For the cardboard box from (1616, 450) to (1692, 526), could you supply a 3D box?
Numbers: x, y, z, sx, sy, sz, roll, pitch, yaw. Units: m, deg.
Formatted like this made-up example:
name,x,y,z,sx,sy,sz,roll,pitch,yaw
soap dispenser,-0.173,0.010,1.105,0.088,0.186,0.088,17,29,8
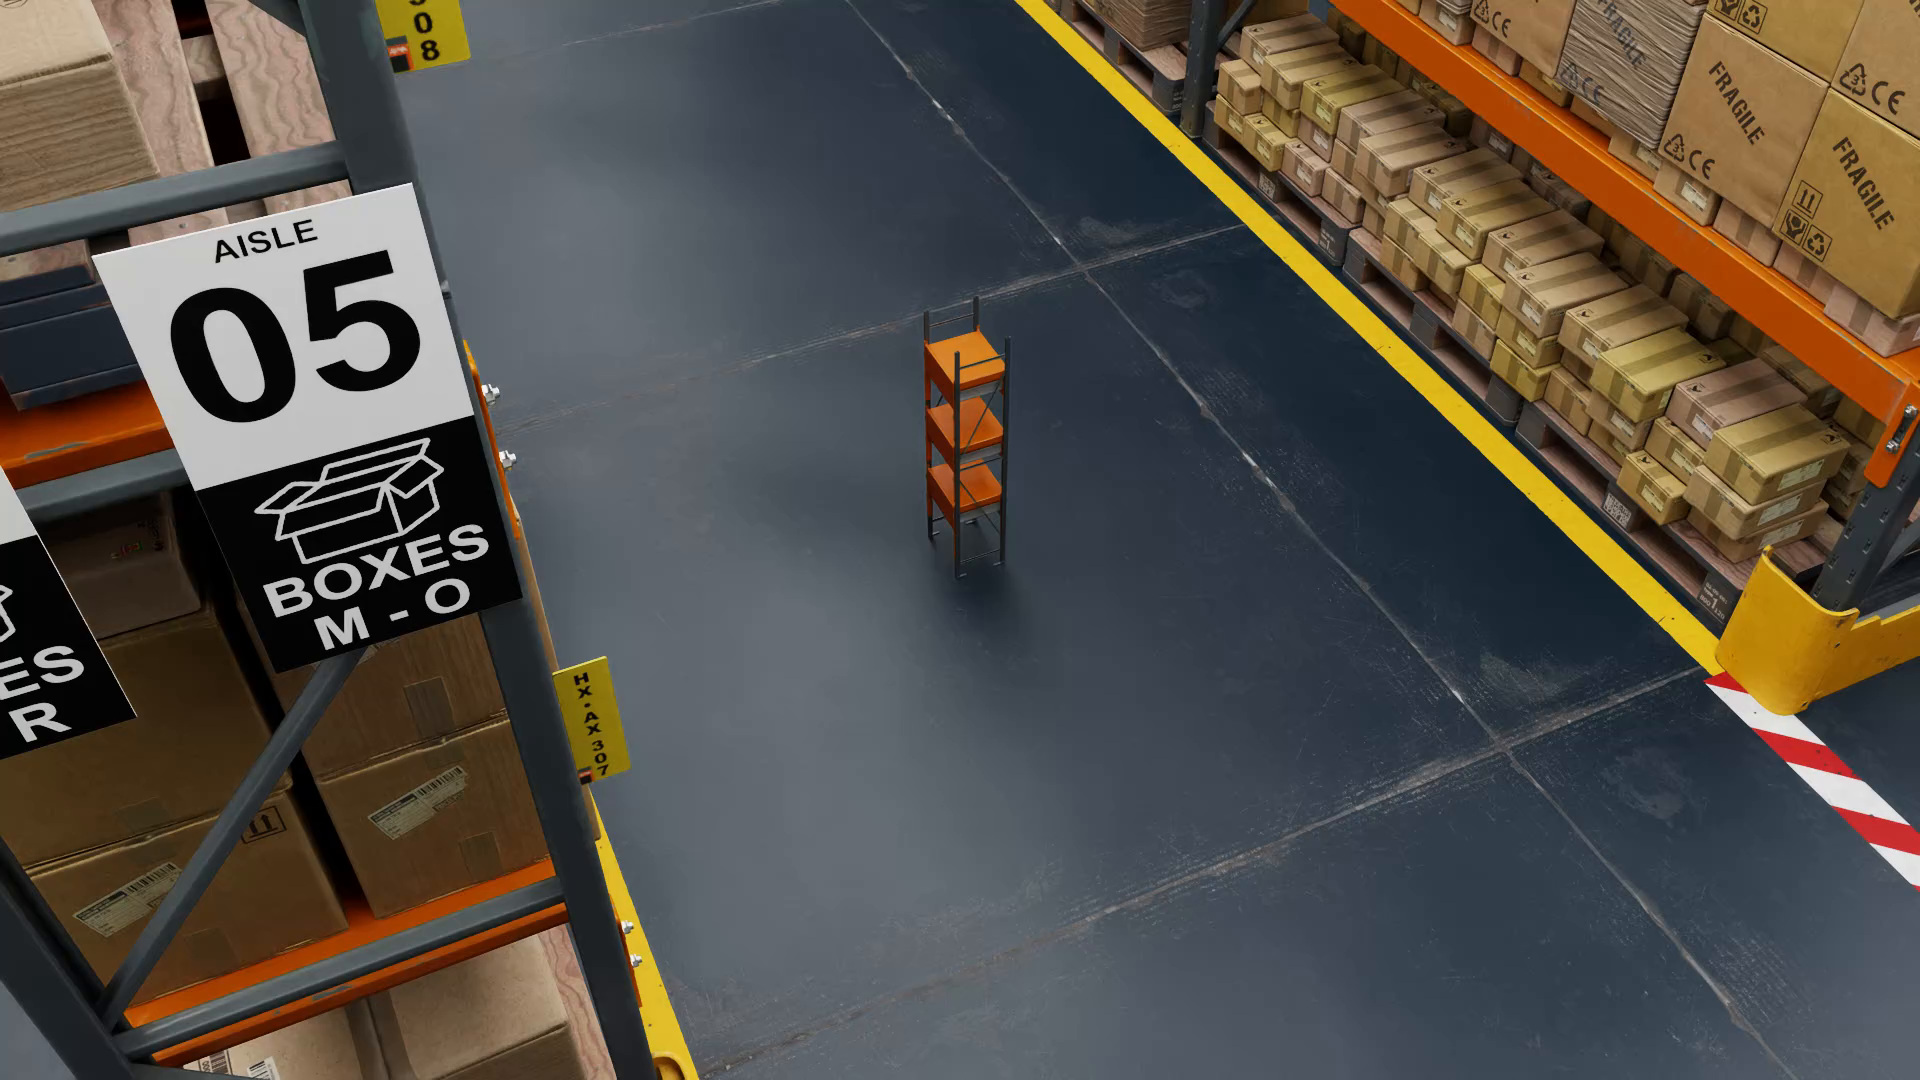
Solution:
name,x,y,z,sx,sy,sz,roll,pitch,yaw
cardboard box,2.649,-0.232,6.080,0.380,0.149,0.250,-17,47,-16

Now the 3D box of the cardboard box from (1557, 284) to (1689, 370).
name,x,y,z,sx,sy,sz,roll,pitch,yaw
cardboard box,2.478,-0.787,6.219,0.380,0.149,0.250,-20,48,-19

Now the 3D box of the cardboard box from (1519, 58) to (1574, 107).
name,x,y,z,sx,sy,sz,roll,pitch,yaw
cardboard box,2.278,-1.735,6.052,0.380,0.149,0.250,-17,47,-17

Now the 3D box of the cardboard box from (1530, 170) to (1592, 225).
name,x,y,z,sx,sy,sz,roll,pitch,yaw
cardboard box,2.584,-1.435,6.876,0.380,0.149,0.250,-18,47,-17

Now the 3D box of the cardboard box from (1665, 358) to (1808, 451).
name,x,y,z,sx,sy,sz,roll,pitch,yaw
cardboard box,2.754,-0.475,5.903,0.380,0.149,0.250,-17,47,-17

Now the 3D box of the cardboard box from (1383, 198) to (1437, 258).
name,x,y,z,sx,sy,sz,roll,pitch,yaw
cardboard box,2.017,-1.339,6.991,0.380,0.149,0.250,-18,48,-18

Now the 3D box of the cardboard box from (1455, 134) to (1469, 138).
name,x,y,z,sx,sy,sz,roll,pitch,yaw
cardboard box,2.269,-1.849,7.507,0.380,0.149,0.250,-18,47,-17

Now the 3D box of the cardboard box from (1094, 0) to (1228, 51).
name,x,y,z,sx,sy,sz,roll,pitch,yaw
cardboard box,1.038,-2.895,8.529,0.500,0.500,0.500,-19,48,-18

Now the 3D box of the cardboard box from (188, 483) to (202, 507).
name,x,y,z,sx,sy,sz,roll,pitch,yaw
cardboard box,-1.262,-0.239,3.112,0.380,0.149,0.250,-17,47,-16

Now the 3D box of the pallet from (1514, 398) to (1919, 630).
name,x,y,z,sx,sy,sz,roll,pitch,yaw
pallet,2.918,-0.273,6.377,1.003,0.211,1.213,-18,47,-17

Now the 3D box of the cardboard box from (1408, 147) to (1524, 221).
name,x,y,z,sx,sy,sz,roll,pitch,yaw
cardboard box,2.100,-1.469,6.911,0.380,0.149,0.250,-20,48,-19

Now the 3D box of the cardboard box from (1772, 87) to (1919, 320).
name,x,y,z,sx,sy,sz,roll,pitch,yaw
cardboard box,2.837,-1.041,4.886,0.500,0.500,0.500,-17,47,-17

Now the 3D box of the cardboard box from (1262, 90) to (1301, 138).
name,x,y,z,sx,sy,sz,roll,pitch,yaw
cardboard box,1.628,-2.019,7.679,0.380,0.149,0.250,-18,47,-17

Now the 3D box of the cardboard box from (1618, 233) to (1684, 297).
name,x,y,z,sx,sy,sz,roll,pitch,yaw
cardboard box,2.845,-1.122,6.558,0.380,0.149,0.250,-16,47,-16

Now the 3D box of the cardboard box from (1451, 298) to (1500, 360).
name,x,y,z,sx,sy,sz,roll,pitch,yaw
cardboard box,2.240,-0.903,6.760,0.380,0.149,0.250,-17,47,-17

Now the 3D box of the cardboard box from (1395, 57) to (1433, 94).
name,x,y,z,sx,sy,sz,roll,pitch,yaw
cardboard box,2.218,-2.127,7.577,0.380,0.149,0.250,-18,48,-18

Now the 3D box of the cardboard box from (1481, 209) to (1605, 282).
name,x,y,z,sx,sy,sz,roll,pitch,yaw
cardboard box,2.304,-1.142,6.579,0.380,0.149,0.250,-20,48,-19

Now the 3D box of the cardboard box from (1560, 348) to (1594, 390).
name,x,y,z,sx,sy,sz,roll,pitch,yaw
cardboard box,2.539,-0.714,6.357,0.380,0.149,0.250,-19,48,-18

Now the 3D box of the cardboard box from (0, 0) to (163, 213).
name,x,y,z,sx,sy,sz,roll,pitch,yaw
cardboard box,-1.460,-0.623,2.346,0.500,0.250,0.500,-22,49,-21

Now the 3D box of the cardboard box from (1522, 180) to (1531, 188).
name,x,y,z,sx,sy,sz,roll,pitch,yaw
cardboard box,2.488,-1.516,7.169,0.380,0.149,0.250,-20,48,-19

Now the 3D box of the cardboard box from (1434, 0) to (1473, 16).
name,x,y,z,sx,sy,sz,roll,pitch,yaw
cardboard box,1.951,-2.345,6.208,0.500,0.500,0.500,-19,48,-18

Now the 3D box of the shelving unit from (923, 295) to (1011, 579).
name,x,y,z,sx,sy,sz,roll,pitch,yaw
shelving unit,0.022,-0.340,5.847,0.215,1.050,0.252,-18,47,-17

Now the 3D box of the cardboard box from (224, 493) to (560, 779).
name,x,y,z,sx,sy,sz,roll,pitch,yaw
cardboard box,-1.132,0.055,3.275,0.500,0.500,0.500,-19,48,-18

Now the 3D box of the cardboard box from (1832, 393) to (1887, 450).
name,x,y,z,sx,sy,sz,roll,pitch,yaw
cardboard box,3.348,-0.470,5.898,0.380,0.149,0.250,-20,48,-19

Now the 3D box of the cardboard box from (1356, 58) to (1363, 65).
name,x,y,z,sx,sy,sz,roll,pitch,yaw
cardboard box,1.999,-2.372,8.037,0.380,0.149,0.250,-17,47,-17

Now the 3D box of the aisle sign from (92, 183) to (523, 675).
name,x,y,z,sx,sy,sz,roll,pitch,yaw
aisle sign,-0.896,-0.128,2.393,0.394,0.787,0.004,-18,47,-17

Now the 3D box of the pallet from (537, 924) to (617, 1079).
name,x,y,z,sx,sy,sz,roll,pitch,yaw
pallet,-1.596,1.343,4.739,1.003,0.211,1.213,-18,47,-17

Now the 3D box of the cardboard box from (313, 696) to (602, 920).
name,x,y,z,sx,sy,sz,roll,pitch,yaw
cardboard box,-1.130,0.411,3.627,0.500,0.500,0.500,-18,48,-18

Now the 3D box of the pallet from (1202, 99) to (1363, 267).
name,x,y,z,sx,sy,sz,roll,pitch,yaw
pallet,1.892,-1.828,7.952,1.003,0.211,1.213,-18,47,-17

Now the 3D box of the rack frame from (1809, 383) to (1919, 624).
name,x,y,z,sx,sy,sz,roll,pitch,yaw
rack frame,3.260,-0.689,4.813,1.000,3.000,0.127,-18,47,-17

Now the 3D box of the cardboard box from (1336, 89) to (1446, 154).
name,x,y,z,sx,sy,sz,roll,pitch,yaw
cardboard box,1.878,-1.805,7.251,0.380,0.149,0.250,-19,48,-18

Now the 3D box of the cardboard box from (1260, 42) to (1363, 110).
name,x,y,z,sx,sy,sz,roll,pitch,yaw
cardboard box,1.597,-2.111,7.561,0.380,0.149,0.250,-16,47,-15

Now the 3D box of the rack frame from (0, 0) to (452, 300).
name,x,y,z,sx,sy,sz,roll,pitch,yaw
rack frame,-1.189,-1.298,1.159,1.000,3.000,0.127,-18,47,-17

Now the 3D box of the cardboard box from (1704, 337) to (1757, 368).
name,x,y,z,sx,sy,sz,roll,pitch,yaw
cardboard box,3.025,-0.661,6.303,0.380,0.149,0.250,-17,47,-17

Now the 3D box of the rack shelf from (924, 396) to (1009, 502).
name,x,y,z,sx,sy,sz,roll,pitch,yaw
rack shelf,0.022,-0.332,5.854,0.215,0.259,0.240,-18,47,-17

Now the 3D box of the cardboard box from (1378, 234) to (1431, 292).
name,x,y,z,sx,sy,sz,roll,pitch,yaw
cardboard box,2.022,-1.231,7.093,0.380,0.149,0.250,-19,48,-18

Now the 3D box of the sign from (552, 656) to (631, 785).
name,x,y,z,sx,sy,sz,roll,pitch,yaw
sign,-0.683,0.341,3.096,0.100,0.325,0.005,-18,47,-17

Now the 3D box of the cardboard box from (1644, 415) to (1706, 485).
name,x,y,z,sx,sy,sz,roll,pitch,yaw
cardboard box,2.718,-0.364,6.003,0.380,0.149,0.250,-19,48,-18

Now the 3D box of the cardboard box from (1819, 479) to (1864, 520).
name,x,y,z,sx,sy,sz,roll,pitch,yaw
cardboard box,3.330,-0.252,6.101,0.380,0.149,0.250,-17,47,-17

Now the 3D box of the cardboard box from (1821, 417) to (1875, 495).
name,x,y,z,sx,sy,sz,roll,pitch,yaw
cardboard box,3.272,-0.340,5.977,0.380,0.149,0.250,-16,47,-16

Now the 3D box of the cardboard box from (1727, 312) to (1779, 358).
name,x,y,z,sx,sy,sz,roll,pitch,yaw
cardboard box,3.133,-0.808,6.241,0.380,0.149,0.250,-18,47,-18

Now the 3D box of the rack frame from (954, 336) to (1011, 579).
name,x,y,z,sx,sy,sz,roll,pitch,yaw
rack frame,0.074,-0.262,5.768,0.200,1.050,0.008,-18,47,-17

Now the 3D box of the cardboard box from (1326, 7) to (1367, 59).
name,x,y,z,sx,sy,sz,roll,pitch,yaw
cardboard box,1.964,-2.435,7.889,0.380,0.149,0.250,-17,47,-16

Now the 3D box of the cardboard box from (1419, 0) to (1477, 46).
name,x,y,z,sx,sy,sz,roll,pitch,yaw
cardboard box,1.998,-2.047,6.368,0.380,0.149,0.250,-16,47,-16

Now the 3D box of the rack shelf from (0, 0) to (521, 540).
name,x,y,z,sx,sy,sz,roll,pitch,yaw
rack shelf,-2.030,-1.249,3.757,1.077,0.370,4.000,-18,47,-17

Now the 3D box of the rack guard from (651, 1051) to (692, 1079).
name,x,y,z,sx,sy,sz,roll,pitch,yaw
rack guard,-1.179,1.742,4.129,1.175,0.500,0.348,-18,47,-17

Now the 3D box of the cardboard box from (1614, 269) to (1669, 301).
name,x,y,z,sx,sy,sz,roll,pitch,yaw
cardboard box,2.818,-0.997,6.644,0.380,0.149,0.250,-20,48,-19

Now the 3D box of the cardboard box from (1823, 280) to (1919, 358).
name,x,y,z,sx,sy,sz,roll,pitch,yaw
cardboard box,2.866,-0.724,5.027,0.380,0.149,0.250,-18,47,-17

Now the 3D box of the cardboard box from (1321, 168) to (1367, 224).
name,x,y,z,sx,sy,sz,roll,pitch,yaw
cardboard box,1.855,-1.586,7.453,0.380,0.149,0.250,-19,48,-18

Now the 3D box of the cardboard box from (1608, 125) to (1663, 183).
name,x,y,z,sx,sy,sz,roll,pitch,yaw
cardboard box,2.464,-1.381,5.693,0.380,0.149,0.250,-20,48,-19

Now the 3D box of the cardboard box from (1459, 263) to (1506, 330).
name,x,y,z,sx,sy,sz,roll,pitch,yaw
cardboard box,2.238,-1.008,6.654,0.380,0.149,0.250,-16,47,-15

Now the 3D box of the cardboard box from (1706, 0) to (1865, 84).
name,x,y,z,sx,sy,sz,roll,pitch,yaw
cardboard box,2.628,-1.728,4.870,0.500,0.500,0.500,-20,48,-19

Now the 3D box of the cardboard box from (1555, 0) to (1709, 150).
name,x,y,z,sx,sy,sz,roll,pitch,yaw
cardboard box,2.403,-1.691,5.545,0.500,0.500,0.500,-18,47,-17

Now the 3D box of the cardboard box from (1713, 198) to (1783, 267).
name,x,y,z,sx,sy,sz,roll,pitch,yaw
cardboard box,2.676,-1.049,5.356,0.380,0.149,0.250,-18,48,-18

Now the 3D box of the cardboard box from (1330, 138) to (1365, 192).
name,x,y,z,sx,sy,sz,roll,pitch,yaw
cardboard box,1.874,-1.701,7.357,0.380,0.149,0.250,-20,48,-19

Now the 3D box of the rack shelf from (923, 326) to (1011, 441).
name,x,y,z,sx,sy,sz,roll,pitch,yaw
rack shelf,0.022,-0.534,5.655,0.215,0.259,0.240,-18,47,-17

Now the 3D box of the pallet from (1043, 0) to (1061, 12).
name,x,y,z,sx,sy,sz,roll,pitch,yaw
pallet,0.732,-3.520,9.667,1.003,0.211,1.213,-18,47,-17

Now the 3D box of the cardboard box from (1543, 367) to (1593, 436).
name,x,y,z,sx,sy,sz,roll,pitch,yaw
cardboard box,2.500,-0.579,6.432,0.380,0.149,0.250,-18,47,-17

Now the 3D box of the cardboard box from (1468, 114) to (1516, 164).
name,x,y,z,sx,sy,sz,roll,pitch,yaw
cardboard box,2.454,-1.794,7.239,0.380,0.149,0.250,-20,48,-19

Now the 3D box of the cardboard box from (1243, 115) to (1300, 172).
name,x,y,z,sx,sy,sz,roll,pitch,yaw
cardboard box,1.551,-1.876,7.747,0.380,0.149,0.250,-17,47,-16
